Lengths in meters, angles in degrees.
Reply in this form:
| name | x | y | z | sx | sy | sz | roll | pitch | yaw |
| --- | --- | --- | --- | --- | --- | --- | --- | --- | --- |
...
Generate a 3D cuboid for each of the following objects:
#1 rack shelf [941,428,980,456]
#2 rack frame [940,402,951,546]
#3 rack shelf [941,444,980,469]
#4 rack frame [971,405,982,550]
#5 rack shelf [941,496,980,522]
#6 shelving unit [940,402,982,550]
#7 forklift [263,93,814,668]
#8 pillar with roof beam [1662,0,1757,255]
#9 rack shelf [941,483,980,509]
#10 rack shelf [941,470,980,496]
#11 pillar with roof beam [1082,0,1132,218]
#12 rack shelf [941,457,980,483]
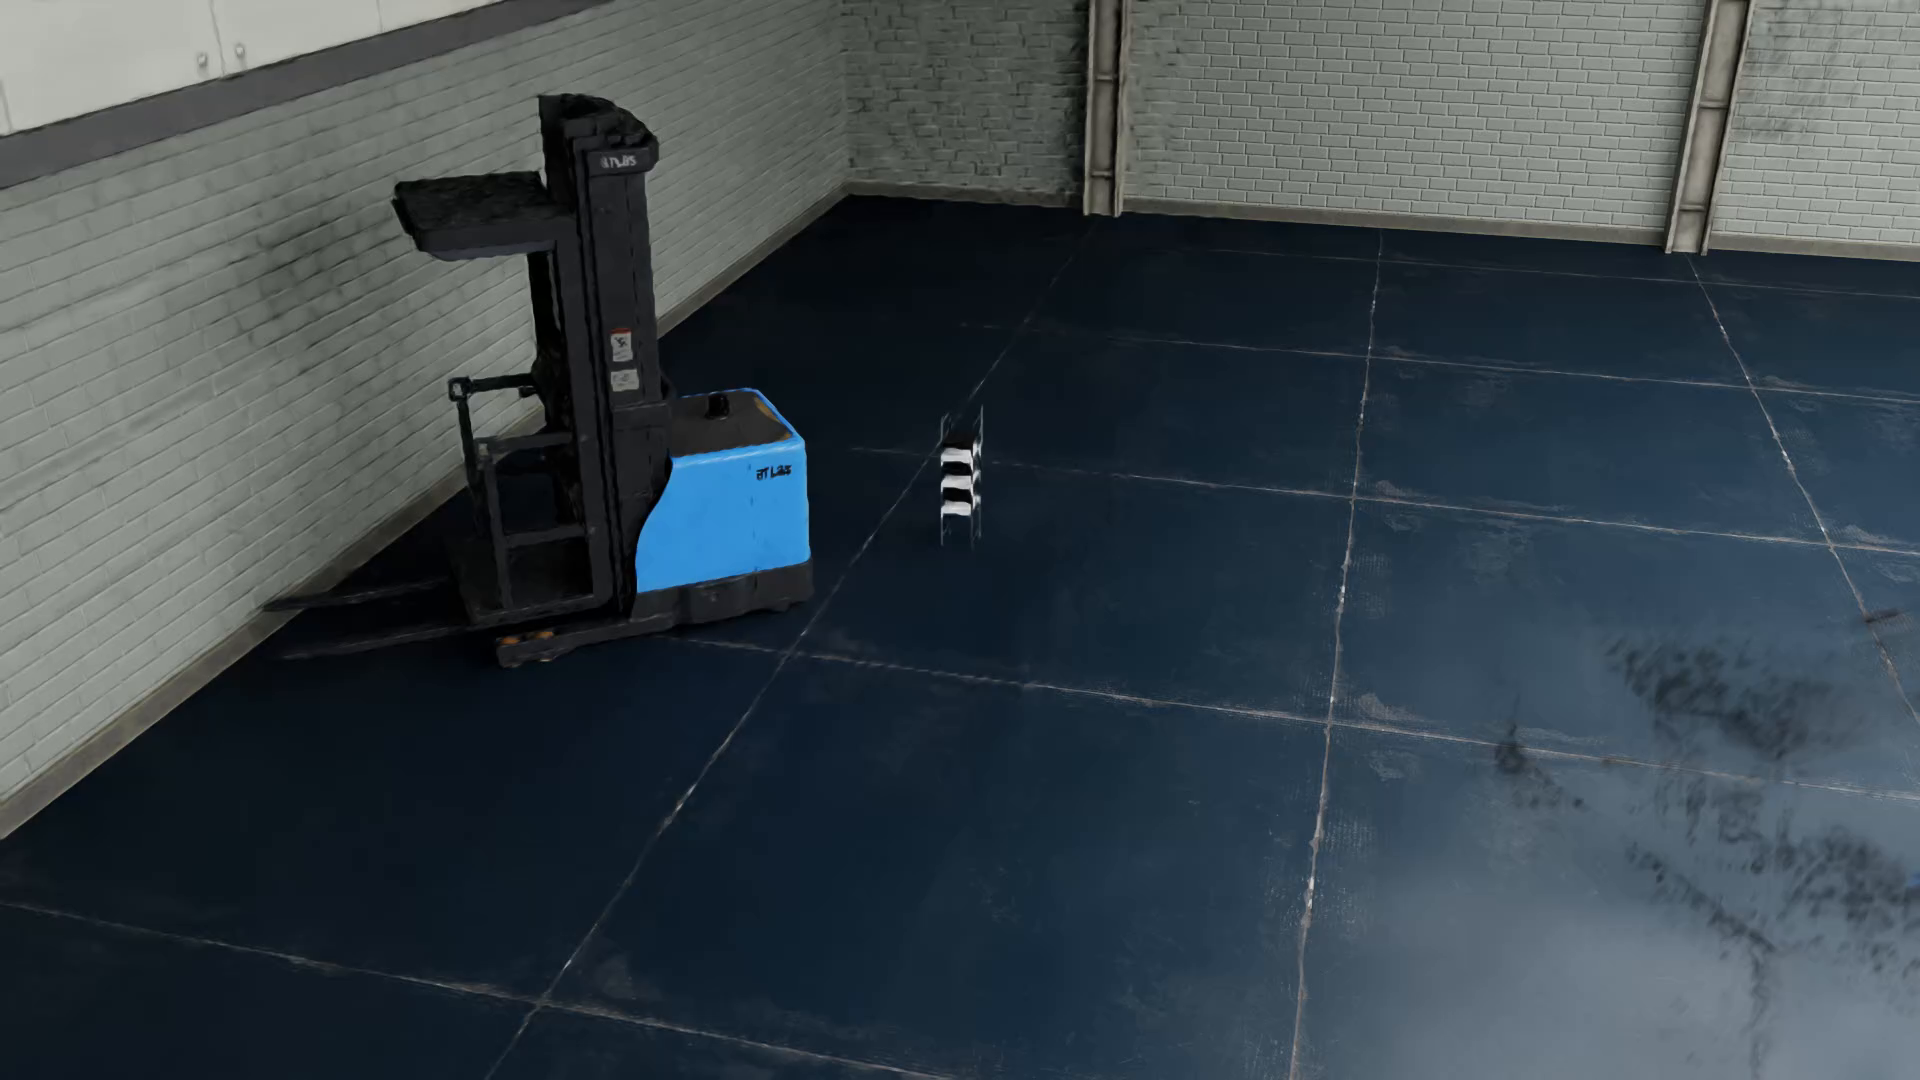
| name | x | y | z | sx | sy | sz | roll | pitch | yaw |
| --- | --- | --- | --- | --- | --- | --- | --- | --- | --- |
| rack shelf | 0.008 | -0.619 | 10.453 | 0.200 | 0.077 | 0.258 | 6 | 26 | 13 |
| rack frame | -0.091 | -0.416 | 10.578 | 0.006 | 0.900 | 0.240 | 6 | 26 | 13 |
| rack shelf | 0.008 | -0.538 | 10.492 | 0.200 | 0.077 | 0.258 | 6 | 26 | 13 |
| rack frame | 0.106 | -0.395 | 10.532 | 0.006 | 0.900 | 0.240 | 6 | 26 | 13 |
| rack shelf | 0.008 | -0.213 | 10.646 | 0.200 | 0.077 | 0.258 | 6 | 26 | 13 |
| shelving unit | 0.008 | -0.405 | 10.555 | 0.210 | 0.900 | 0.258 | 6 | 26 | 13 |
| forklift | -2.436 | -0.869 | 9.165 | 3.031 | 2.935 | 1.130 | -10 | 27 | -20 |
| pillar with roof beam | 6.310 | -5.228 | 11.262 | 0.400 | 9.000 | 9.100 | 6 | 26 | 13 |
| rack shelf | 0.008 | -0.294 | 10.608 | 0.200 | 0.077 | 0.258 | 6 | 26 | 13 |
| rack shelf | 0.008 | -0.375 | 10.569 | 0.200 | 0.077 | 0.258 | 6 | 26 | 13 |
| pillar with roof beam | 0.499 | -5.870 | 12.611 | 0.400 | 9.000 | 9.100 | 6 | 26 | 13 |
| rack shelf | 0.008 | -0.457 | 10.530 | 0.200 | 0.077 | 0.258 | 6 | 26 | 13 |
